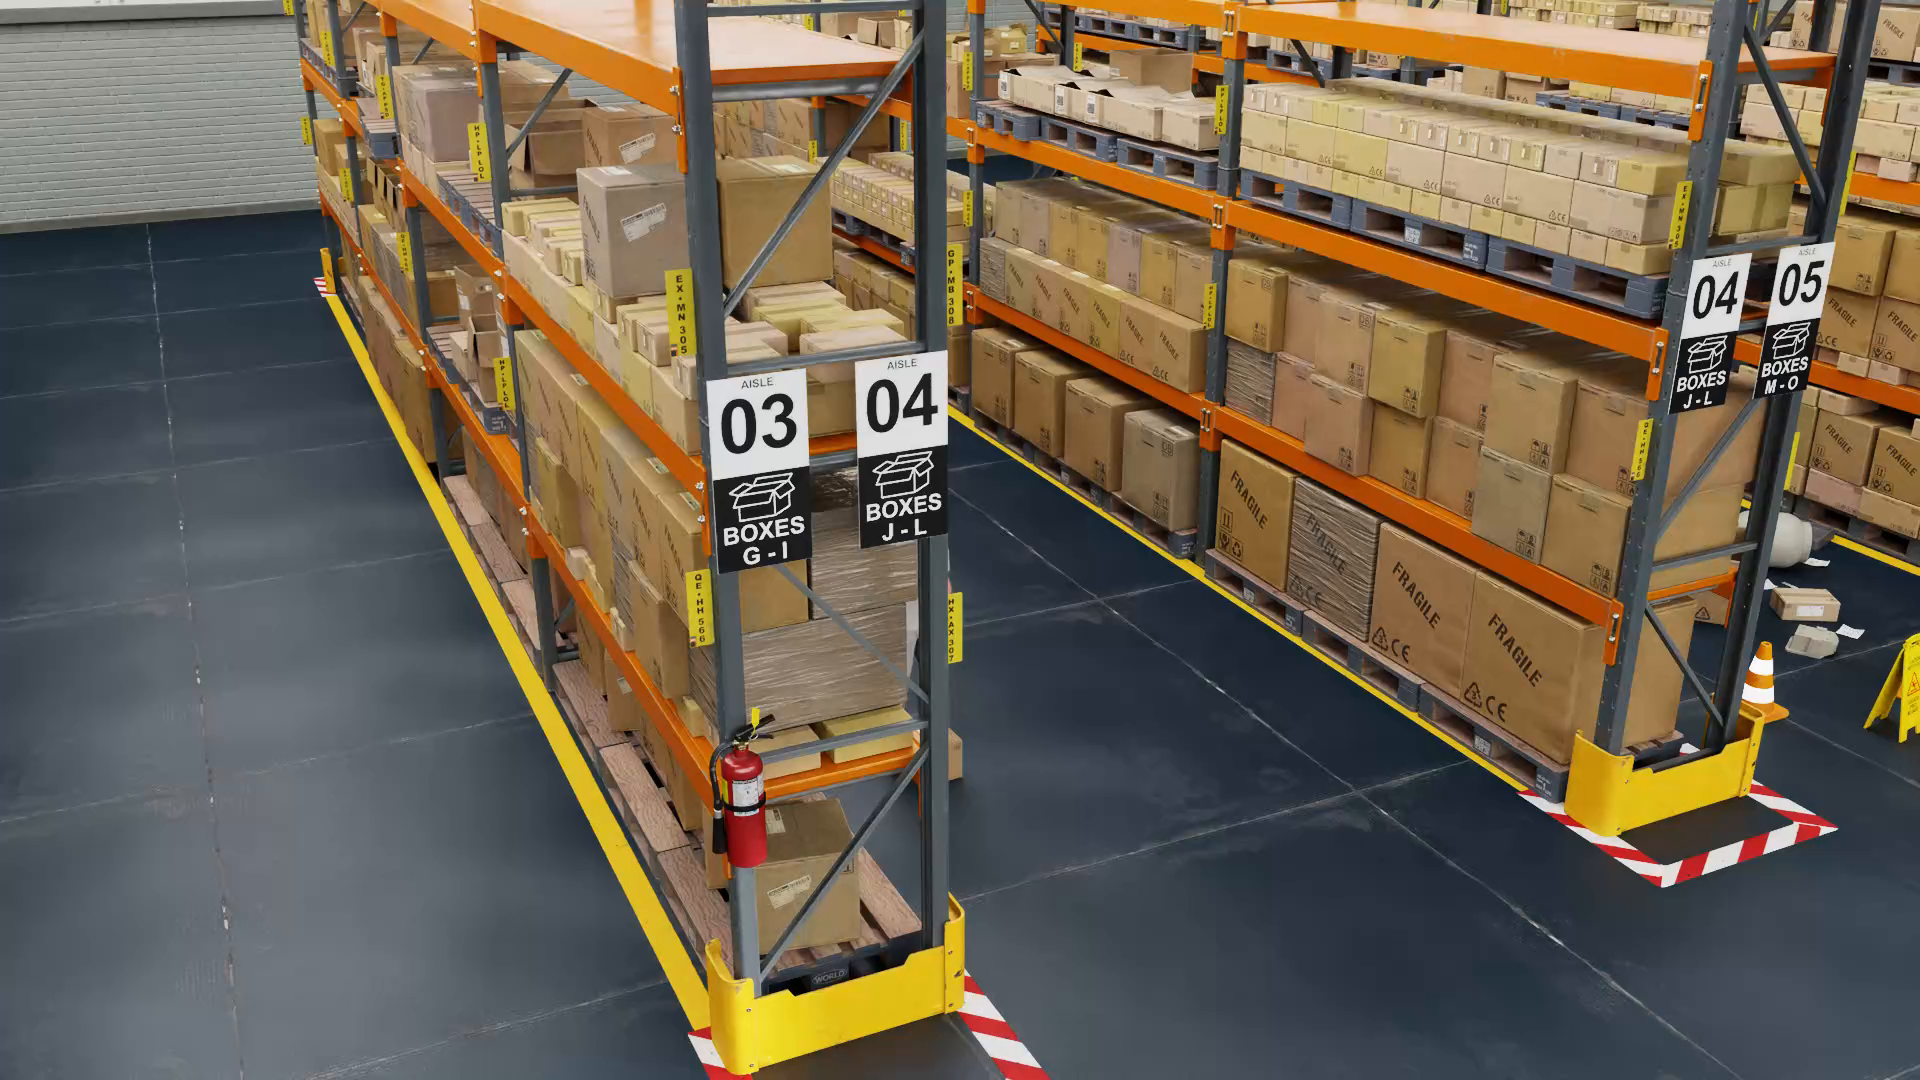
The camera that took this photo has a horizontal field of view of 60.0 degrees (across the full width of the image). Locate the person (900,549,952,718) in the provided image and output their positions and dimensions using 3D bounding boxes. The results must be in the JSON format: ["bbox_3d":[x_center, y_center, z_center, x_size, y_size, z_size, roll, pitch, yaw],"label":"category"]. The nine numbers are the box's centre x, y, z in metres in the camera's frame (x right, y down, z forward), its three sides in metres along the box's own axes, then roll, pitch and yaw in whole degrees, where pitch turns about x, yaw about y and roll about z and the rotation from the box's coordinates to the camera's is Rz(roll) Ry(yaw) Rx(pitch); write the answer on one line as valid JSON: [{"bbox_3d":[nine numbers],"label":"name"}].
[{"bbox_3d":[-0.260,0.523,9.726,0.514,1.673,0.344,-12,25,-26],"label":"person"}]
